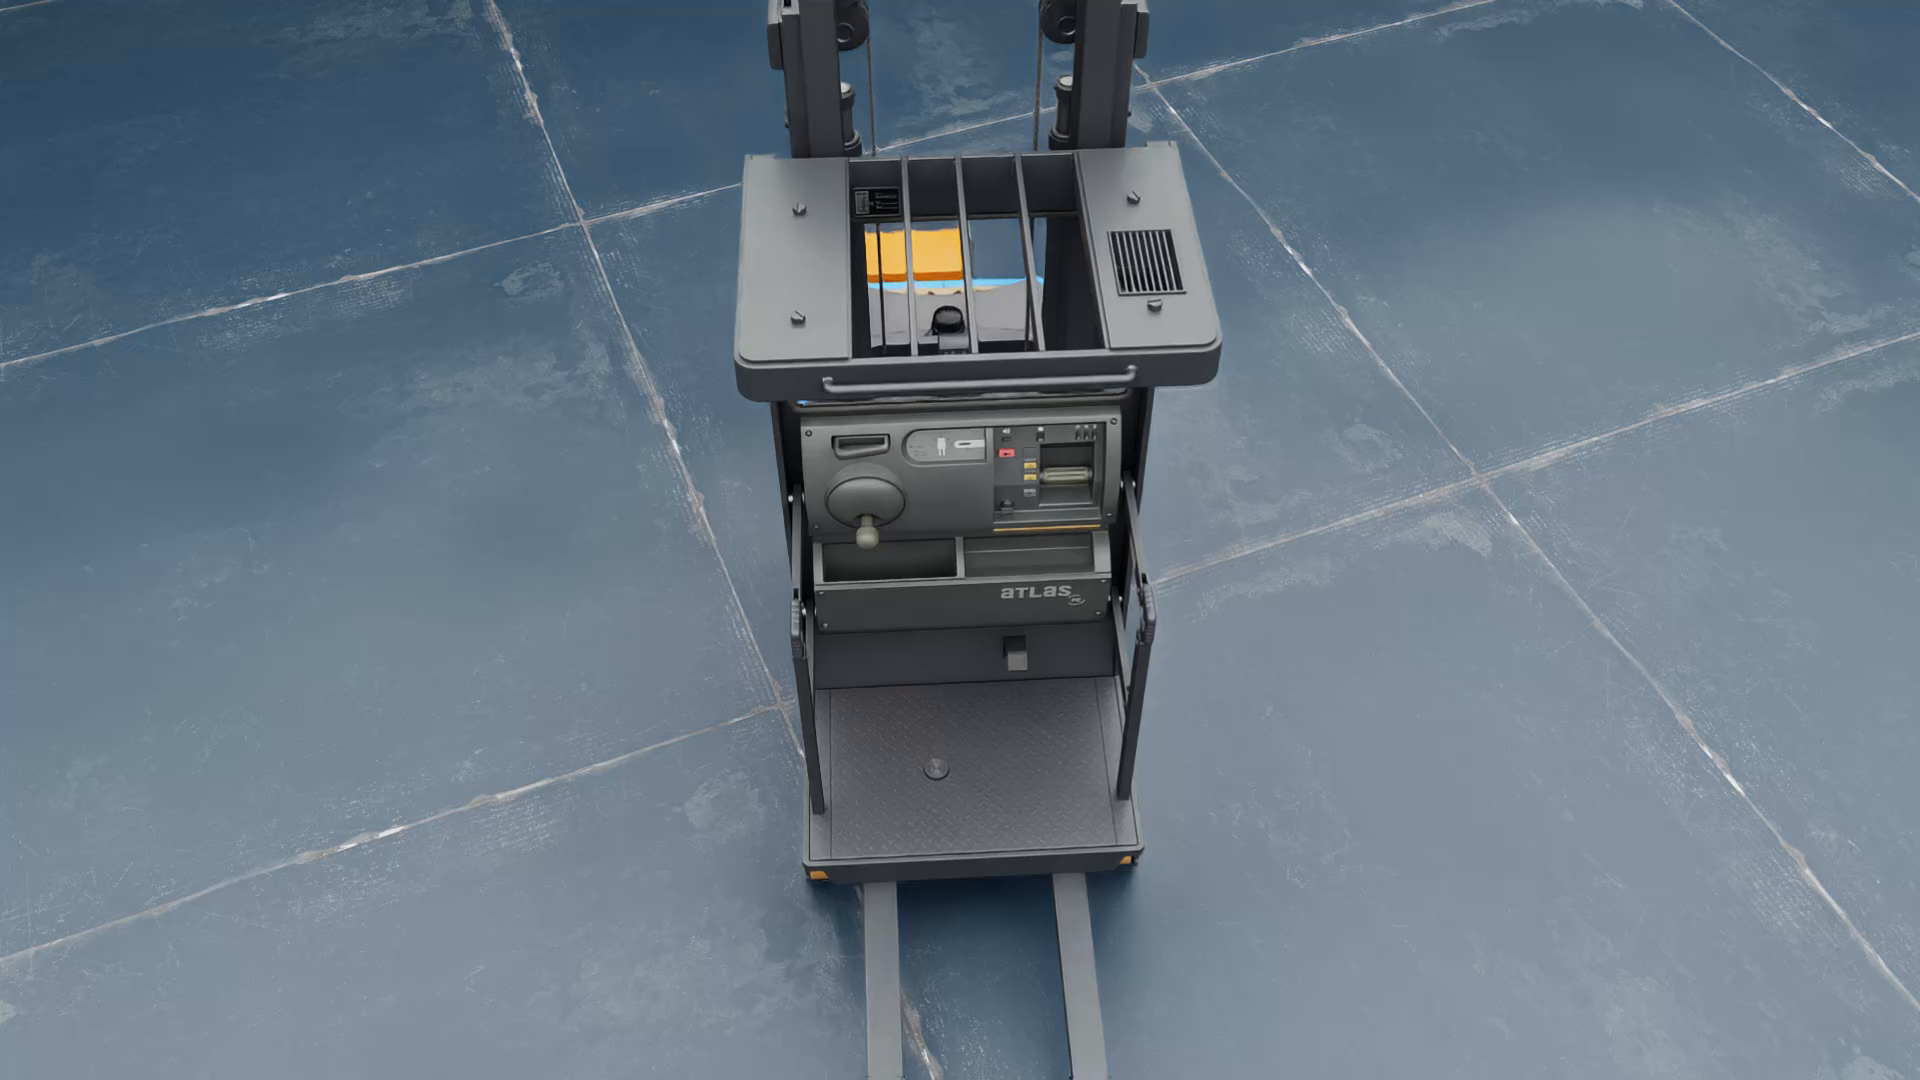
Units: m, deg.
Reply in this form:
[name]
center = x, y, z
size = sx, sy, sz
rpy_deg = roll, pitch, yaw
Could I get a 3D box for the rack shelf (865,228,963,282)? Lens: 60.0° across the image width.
[rack shelf]
center = -0.208, -1.021, 6.159
size = 0.480, 0.148, 0.258
rpy_deg = -3, 49, -2

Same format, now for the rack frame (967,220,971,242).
[rack frame]
center = 0.035, -0.777, 6.467
size = 0.006, 1.046, 0.228
rpy_deg = -3, 49, -2

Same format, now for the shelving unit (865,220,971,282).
[shelving unit]
center = -0.210, -0.765, 6.457
size = 0.499, 1.200, 0.258
rpy_deg = -3, 49, -2

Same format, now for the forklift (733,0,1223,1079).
[forklift]
center = 0.016, -0.078, 4.726
size = 1.121, 2.935, 3.031
rpy_deg = -2, 49, -2
